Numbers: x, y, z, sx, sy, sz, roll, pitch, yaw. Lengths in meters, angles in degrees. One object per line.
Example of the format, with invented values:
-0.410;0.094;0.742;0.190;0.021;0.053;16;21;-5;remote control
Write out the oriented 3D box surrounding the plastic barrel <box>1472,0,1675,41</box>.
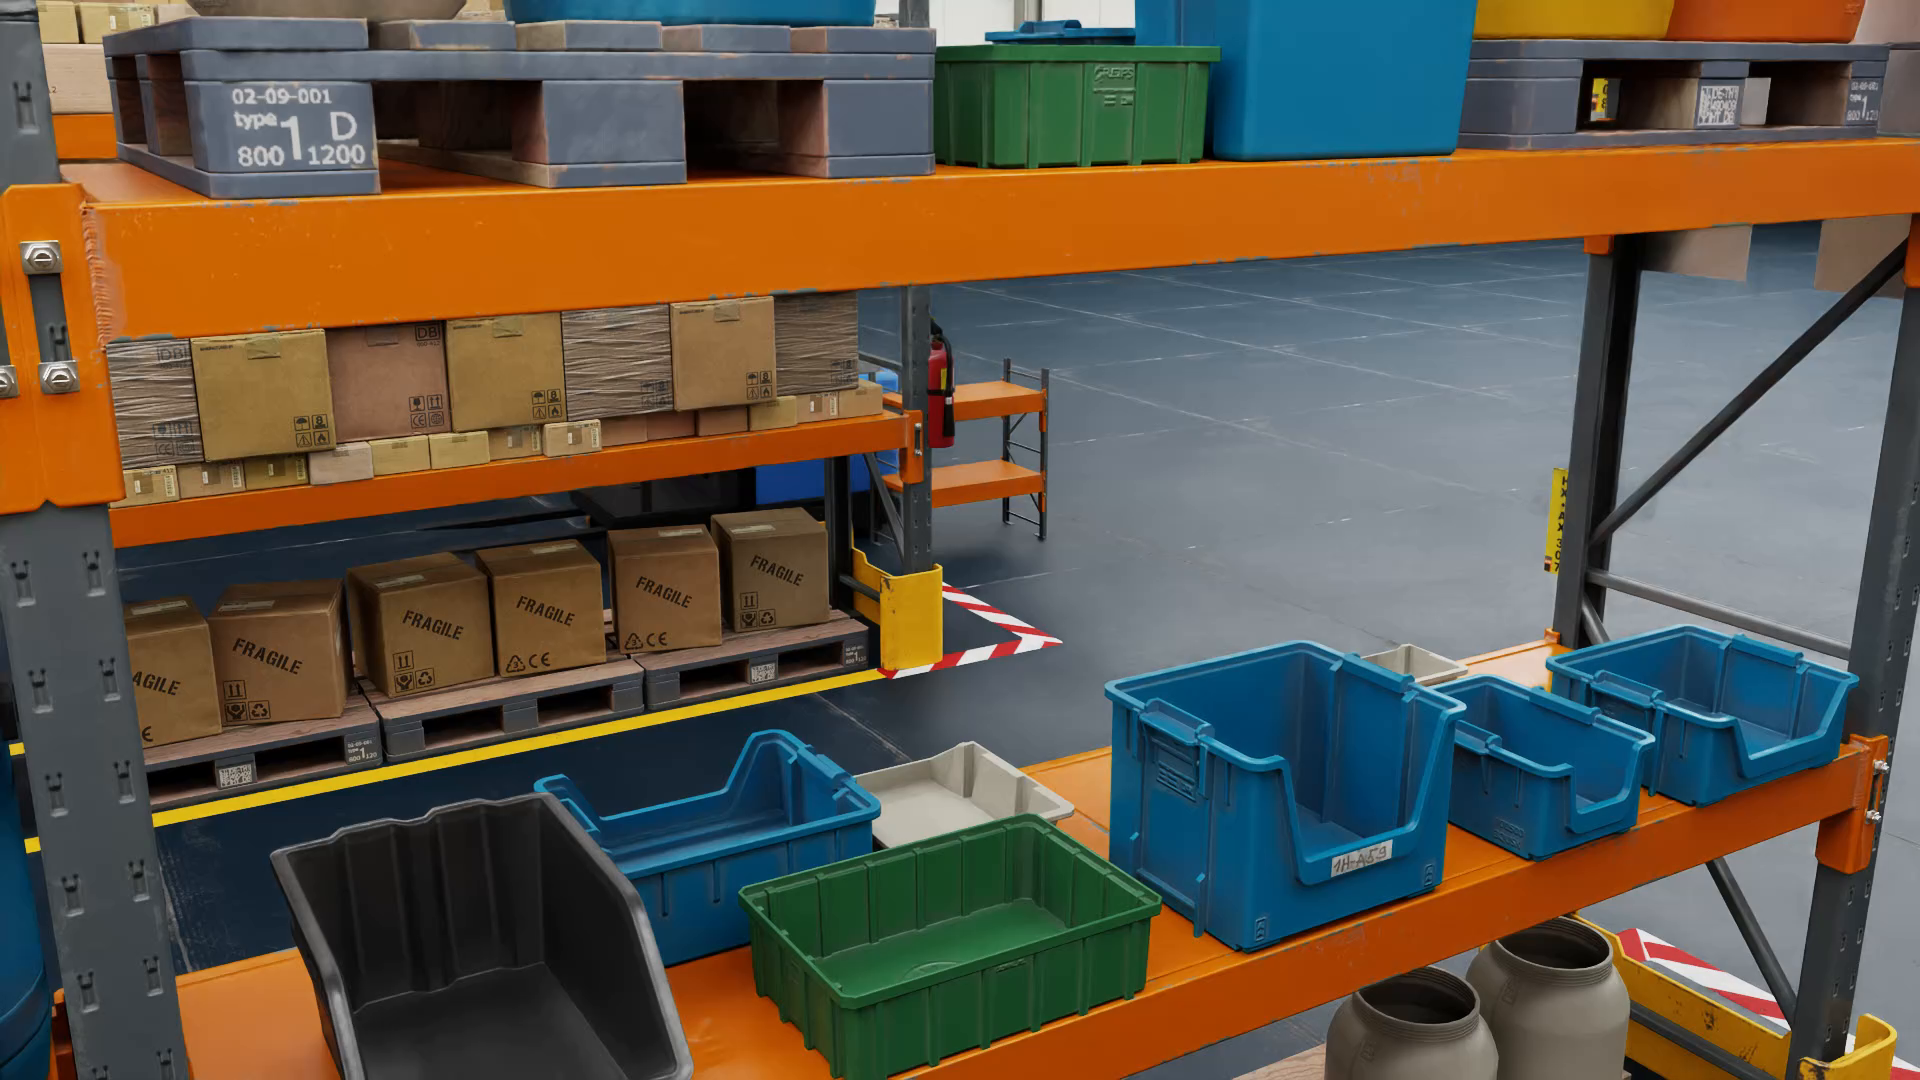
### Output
1.189;-1.340;3.448;0.600;0.588;0.600;0;16;0;plastic barrel

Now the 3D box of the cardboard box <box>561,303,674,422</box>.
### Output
-1.753;-0.901;7.830;0.500;0.500;0.875;-9;18;-30;cardboard box

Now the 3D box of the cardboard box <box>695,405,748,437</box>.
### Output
-1.213;-0.616;8.014;0.250;0.149;0.380;-9;18;-30;cardboard box

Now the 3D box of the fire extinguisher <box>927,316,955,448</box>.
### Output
-0.115;-0.809;8.380;0.183;0.674;0.296;-9;18;-30;fire extinguisher

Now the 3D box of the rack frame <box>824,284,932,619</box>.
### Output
-0.450;-0.937;8.693;0.127;3.000;1.000;-9;18;-30;rack frame

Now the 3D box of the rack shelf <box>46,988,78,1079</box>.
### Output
-3.042;1.390;1.727;4.000;0.370;1.077;-9;18;-30;rack shelf

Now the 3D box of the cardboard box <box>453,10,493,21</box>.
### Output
-2.140;-2.152;7.012;0.250;0.149;0.380;-9;18;-28;cardboard box

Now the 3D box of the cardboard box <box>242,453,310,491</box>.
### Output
-2.909;-0.330;6.994;0.250;0.149;0.380;-9;18;-30;cardboard box

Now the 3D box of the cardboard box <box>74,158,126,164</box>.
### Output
-5.601;-2.281;11.211;0.550;0.550;0.875;-9;18;-30;cardboard box

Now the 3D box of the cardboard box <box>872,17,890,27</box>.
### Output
-0.527;-2.390;7.860;0.250;0.149;0.380;-9;18;-30;cardboard box

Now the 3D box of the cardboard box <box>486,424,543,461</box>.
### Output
-2.070;-0.477;7.518;0.250;0.149;0.380;-9;18;-30;cardboard box

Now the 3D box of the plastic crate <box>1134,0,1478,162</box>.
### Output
0.621;-0.892;3.008;0.575;0.384;0.392;-9;18;-30;plastic crate

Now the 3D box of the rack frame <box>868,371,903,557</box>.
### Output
-0.442;-0.470;10.503;0.032;1.125;0.500;-9;18;-30;rack frame

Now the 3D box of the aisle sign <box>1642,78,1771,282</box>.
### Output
2.012;-1.120;4.532;0.004;0.787;0.394;-9;18;-30;aisle sign

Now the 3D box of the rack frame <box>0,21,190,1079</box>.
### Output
-1.328;0.765;2.622;0.127;3.000;1.000;-9;18;-30;rack frame

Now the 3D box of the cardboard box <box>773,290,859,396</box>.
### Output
-0.936;-1.058;8.390;0.500;0.500;0.875;-9;18;-30;cardboard box

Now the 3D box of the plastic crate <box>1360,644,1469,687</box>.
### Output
1.168;0.386;4.463;0.250;0.136;0.298;-9;18;-30;plastic crate

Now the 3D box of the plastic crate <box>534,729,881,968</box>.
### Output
-0.519;0.620;3.415;0.616;0.251;0.499;-9;18;-30;plastic crate

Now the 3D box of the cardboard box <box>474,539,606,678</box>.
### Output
-2.035;0.321;8.059;0.500;0.500;0.500;-7;17;-25;cardboard box

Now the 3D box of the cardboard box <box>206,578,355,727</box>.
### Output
-3.028;0.493;7.446;0.500;0.500;0.500;-3;16;-12;cardboard box

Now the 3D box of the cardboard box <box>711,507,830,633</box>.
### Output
-0.994;0.148;8.678;0.500;0.500;0.500;-6;17;-19;cardboard box

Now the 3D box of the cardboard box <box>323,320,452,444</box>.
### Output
-2.638;-0.774;7.378;0.500;0.500;0.875;-9;18;-30;cardboard box

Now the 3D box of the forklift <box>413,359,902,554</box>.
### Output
-1.929;-1.397;10.461;3.031;2.935;1.130;-9;18;-28;forklift

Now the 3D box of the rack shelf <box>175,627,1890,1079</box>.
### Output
0.386;0.834;3.711;4.000;0.370;1.077;-9;18;-30;rack shelf

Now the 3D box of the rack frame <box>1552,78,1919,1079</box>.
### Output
2.101;0.209;4.605;0.127;3.000;1.000;-9;18;-30;rack frame

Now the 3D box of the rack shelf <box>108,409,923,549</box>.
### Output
-2.164;-0.312;7.799;4.000;0.370;1.077;-9;18;-30;rack shelf

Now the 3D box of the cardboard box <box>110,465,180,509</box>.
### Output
-3.319;-0.252;6.715;0.250;0.149;0.380;-9;18;-30;cardboard box

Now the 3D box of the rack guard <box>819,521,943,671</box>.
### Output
-0.515;0.278;8.993;0.348;0.500;1.175;-9;18;-30;rack guard

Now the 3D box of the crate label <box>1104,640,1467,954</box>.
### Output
0.662;0.511;3.465;0.616;0.435;0.502;-9;18;-30;crate label

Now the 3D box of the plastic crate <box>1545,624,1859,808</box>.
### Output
1.826;0.420;4.130;0.616;0.251;0.499;-9;18;-30;plastic crate

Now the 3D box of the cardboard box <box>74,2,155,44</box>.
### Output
-3.248;-1.971;6.366;0.250;0.149;0.380;-10;19;-32;cardboard box

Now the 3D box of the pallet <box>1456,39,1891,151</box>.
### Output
1.341;-1.052;3.896;1.213;0.211;1.003;-9;18;-30;pallet

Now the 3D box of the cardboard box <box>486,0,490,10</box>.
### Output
-3.194;-3.731;11.869;0.500;0.250;0.500;-9;18;-29;cardboard box

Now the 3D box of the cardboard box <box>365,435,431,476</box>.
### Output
-2.481;-0.399;7.242;0.250;0.149;0.380;-9;18;-30;cardboard box

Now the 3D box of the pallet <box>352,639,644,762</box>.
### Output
-2.274;0.690;8.057;1.213;0.211;1.003;-9;18;-30;pallet

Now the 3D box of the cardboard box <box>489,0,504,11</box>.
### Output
-1.862;-2.669;7.654;0.500;0.500;0.500;-9;18;-30;cardboard box

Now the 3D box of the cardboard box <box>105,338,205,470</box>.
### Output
-3.461;-0.620;6.828;0.500;0.500;0.875;-9;18;-30;cardboard box

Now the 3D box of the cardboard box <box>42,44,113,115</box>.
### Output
-3.361;-1.756;6.337;0.500;0.250;0.500;-10;19;-32;cardboard box

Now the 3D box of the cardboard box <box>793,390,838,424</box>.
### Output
-0.803;-0.694;8.292;0.250;0.149;0.380;-9;18;-30;cardboard box

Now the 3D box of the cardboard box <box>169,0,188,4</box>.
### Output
-4.919;-3.452;10.872;0.500;0.250;0.500;-9;18;-30;cardboard box

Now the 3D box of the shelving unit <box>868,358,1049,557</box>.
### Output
-0.006;-0.541;10.755;1.048;1.125;0.538;-9;18;-30;shelving unit

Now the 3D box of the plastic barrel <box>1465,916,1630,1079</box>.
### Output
1.576;1.314;4.495;0.421;0.512;0.421;0;16;0;plastic barrel

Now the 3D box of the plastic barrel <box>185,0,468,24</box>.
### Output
-0.858;-0.949;2.197;0.421;0.512;0.421;0;16;0;plastic barrel

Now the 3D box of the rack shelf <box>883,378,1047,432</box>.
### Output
-0.006;-0.823;10.676;1.000;0.278;0.538;-9;18;-30;rack shelf

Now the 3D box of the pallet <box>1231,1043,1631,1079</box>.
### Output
1.361;1.685;4.507;1.213;0.211;1.003;-9;18;-30;pallet

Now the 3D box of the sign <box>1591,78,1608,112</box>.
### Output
1.821;-1.367;4.655;0.005;0.325;0.100;-9;18;-30;sign

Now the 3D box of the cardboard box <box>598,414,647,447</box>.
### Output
-1.651;-0.551;7.782;0.250;0.149;0.380;-9;18;-30;cardboard box
